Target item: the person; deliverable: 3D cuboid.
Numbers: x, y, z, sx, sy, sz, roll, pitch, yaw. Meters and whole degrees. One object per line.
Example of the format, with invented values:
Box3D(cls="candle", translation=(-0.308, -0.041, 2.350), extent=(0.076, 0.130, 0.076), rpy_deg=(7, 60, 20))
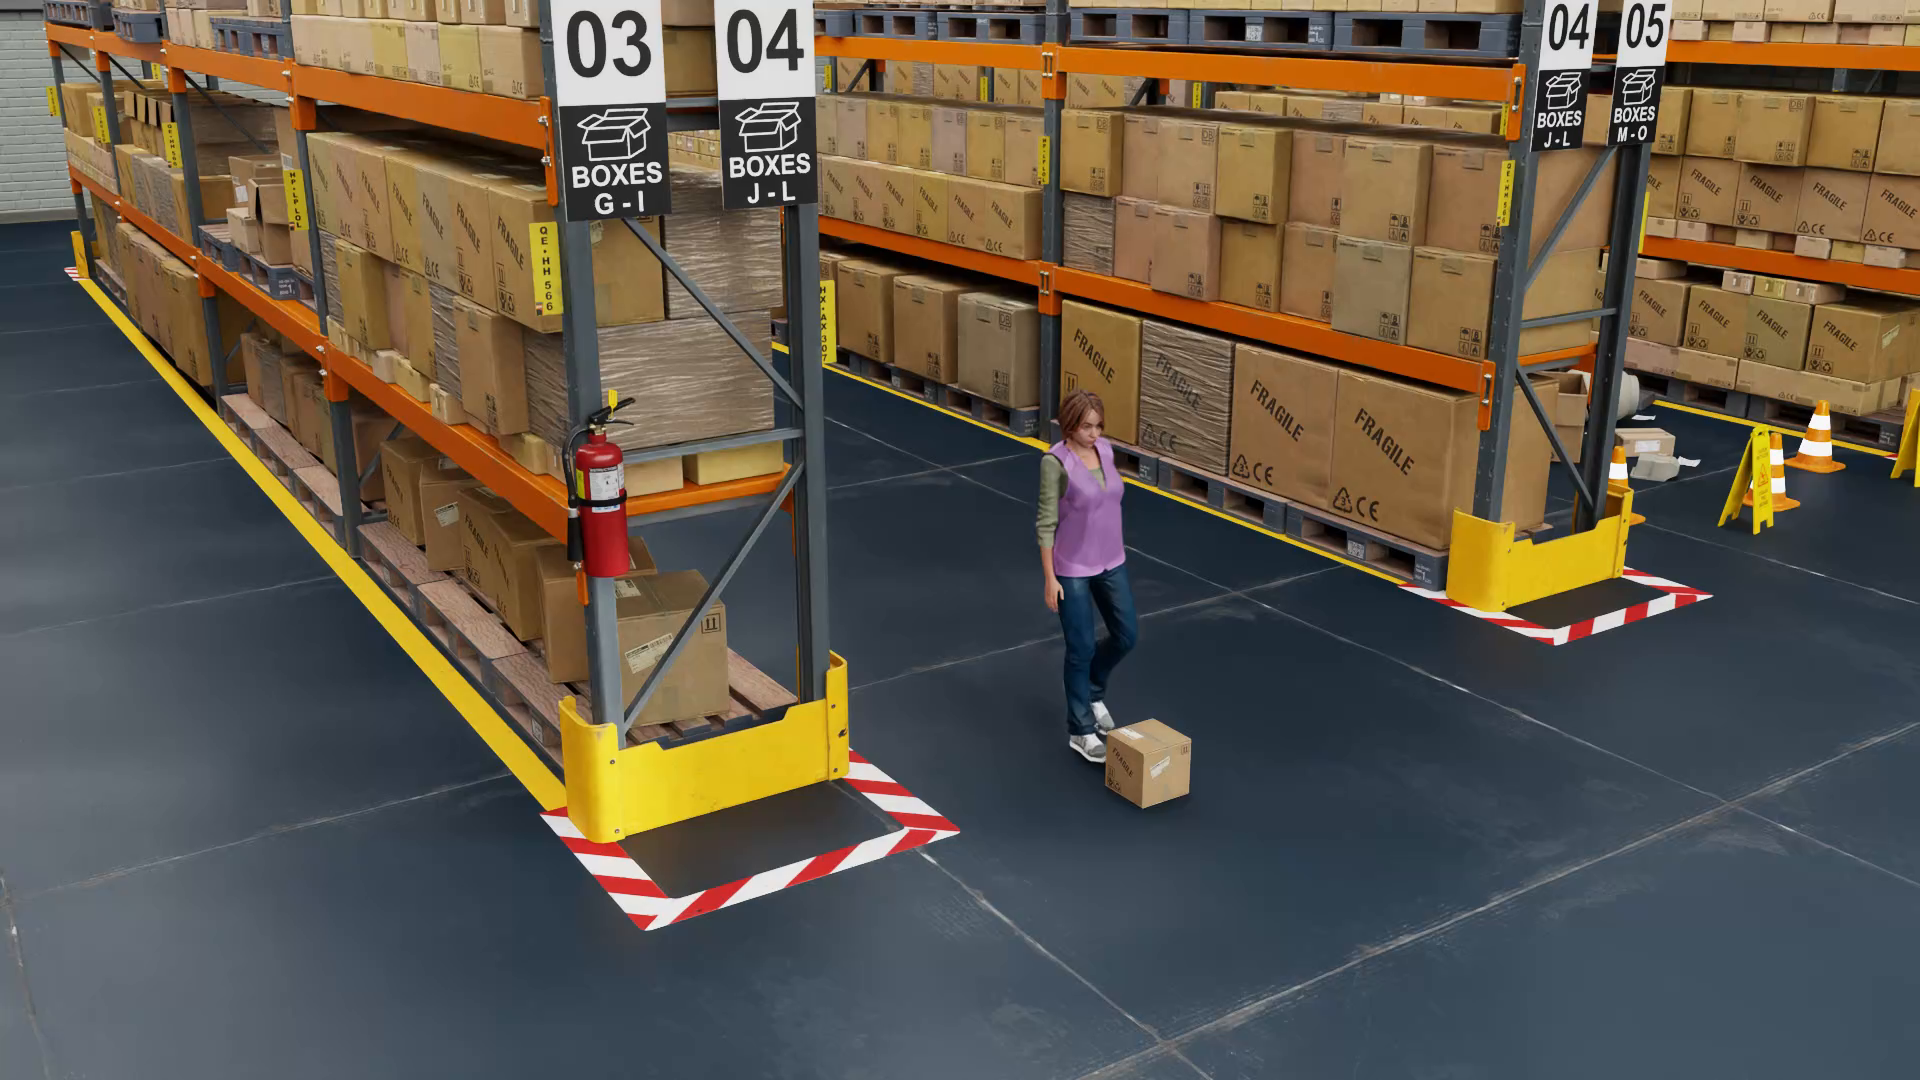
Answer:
Box3D(cls="person", translation=(0.556, 0.148, 7.069), extent=(0.447, 1.598, 0.457), rpy_deg=(-14, 23, -36))
